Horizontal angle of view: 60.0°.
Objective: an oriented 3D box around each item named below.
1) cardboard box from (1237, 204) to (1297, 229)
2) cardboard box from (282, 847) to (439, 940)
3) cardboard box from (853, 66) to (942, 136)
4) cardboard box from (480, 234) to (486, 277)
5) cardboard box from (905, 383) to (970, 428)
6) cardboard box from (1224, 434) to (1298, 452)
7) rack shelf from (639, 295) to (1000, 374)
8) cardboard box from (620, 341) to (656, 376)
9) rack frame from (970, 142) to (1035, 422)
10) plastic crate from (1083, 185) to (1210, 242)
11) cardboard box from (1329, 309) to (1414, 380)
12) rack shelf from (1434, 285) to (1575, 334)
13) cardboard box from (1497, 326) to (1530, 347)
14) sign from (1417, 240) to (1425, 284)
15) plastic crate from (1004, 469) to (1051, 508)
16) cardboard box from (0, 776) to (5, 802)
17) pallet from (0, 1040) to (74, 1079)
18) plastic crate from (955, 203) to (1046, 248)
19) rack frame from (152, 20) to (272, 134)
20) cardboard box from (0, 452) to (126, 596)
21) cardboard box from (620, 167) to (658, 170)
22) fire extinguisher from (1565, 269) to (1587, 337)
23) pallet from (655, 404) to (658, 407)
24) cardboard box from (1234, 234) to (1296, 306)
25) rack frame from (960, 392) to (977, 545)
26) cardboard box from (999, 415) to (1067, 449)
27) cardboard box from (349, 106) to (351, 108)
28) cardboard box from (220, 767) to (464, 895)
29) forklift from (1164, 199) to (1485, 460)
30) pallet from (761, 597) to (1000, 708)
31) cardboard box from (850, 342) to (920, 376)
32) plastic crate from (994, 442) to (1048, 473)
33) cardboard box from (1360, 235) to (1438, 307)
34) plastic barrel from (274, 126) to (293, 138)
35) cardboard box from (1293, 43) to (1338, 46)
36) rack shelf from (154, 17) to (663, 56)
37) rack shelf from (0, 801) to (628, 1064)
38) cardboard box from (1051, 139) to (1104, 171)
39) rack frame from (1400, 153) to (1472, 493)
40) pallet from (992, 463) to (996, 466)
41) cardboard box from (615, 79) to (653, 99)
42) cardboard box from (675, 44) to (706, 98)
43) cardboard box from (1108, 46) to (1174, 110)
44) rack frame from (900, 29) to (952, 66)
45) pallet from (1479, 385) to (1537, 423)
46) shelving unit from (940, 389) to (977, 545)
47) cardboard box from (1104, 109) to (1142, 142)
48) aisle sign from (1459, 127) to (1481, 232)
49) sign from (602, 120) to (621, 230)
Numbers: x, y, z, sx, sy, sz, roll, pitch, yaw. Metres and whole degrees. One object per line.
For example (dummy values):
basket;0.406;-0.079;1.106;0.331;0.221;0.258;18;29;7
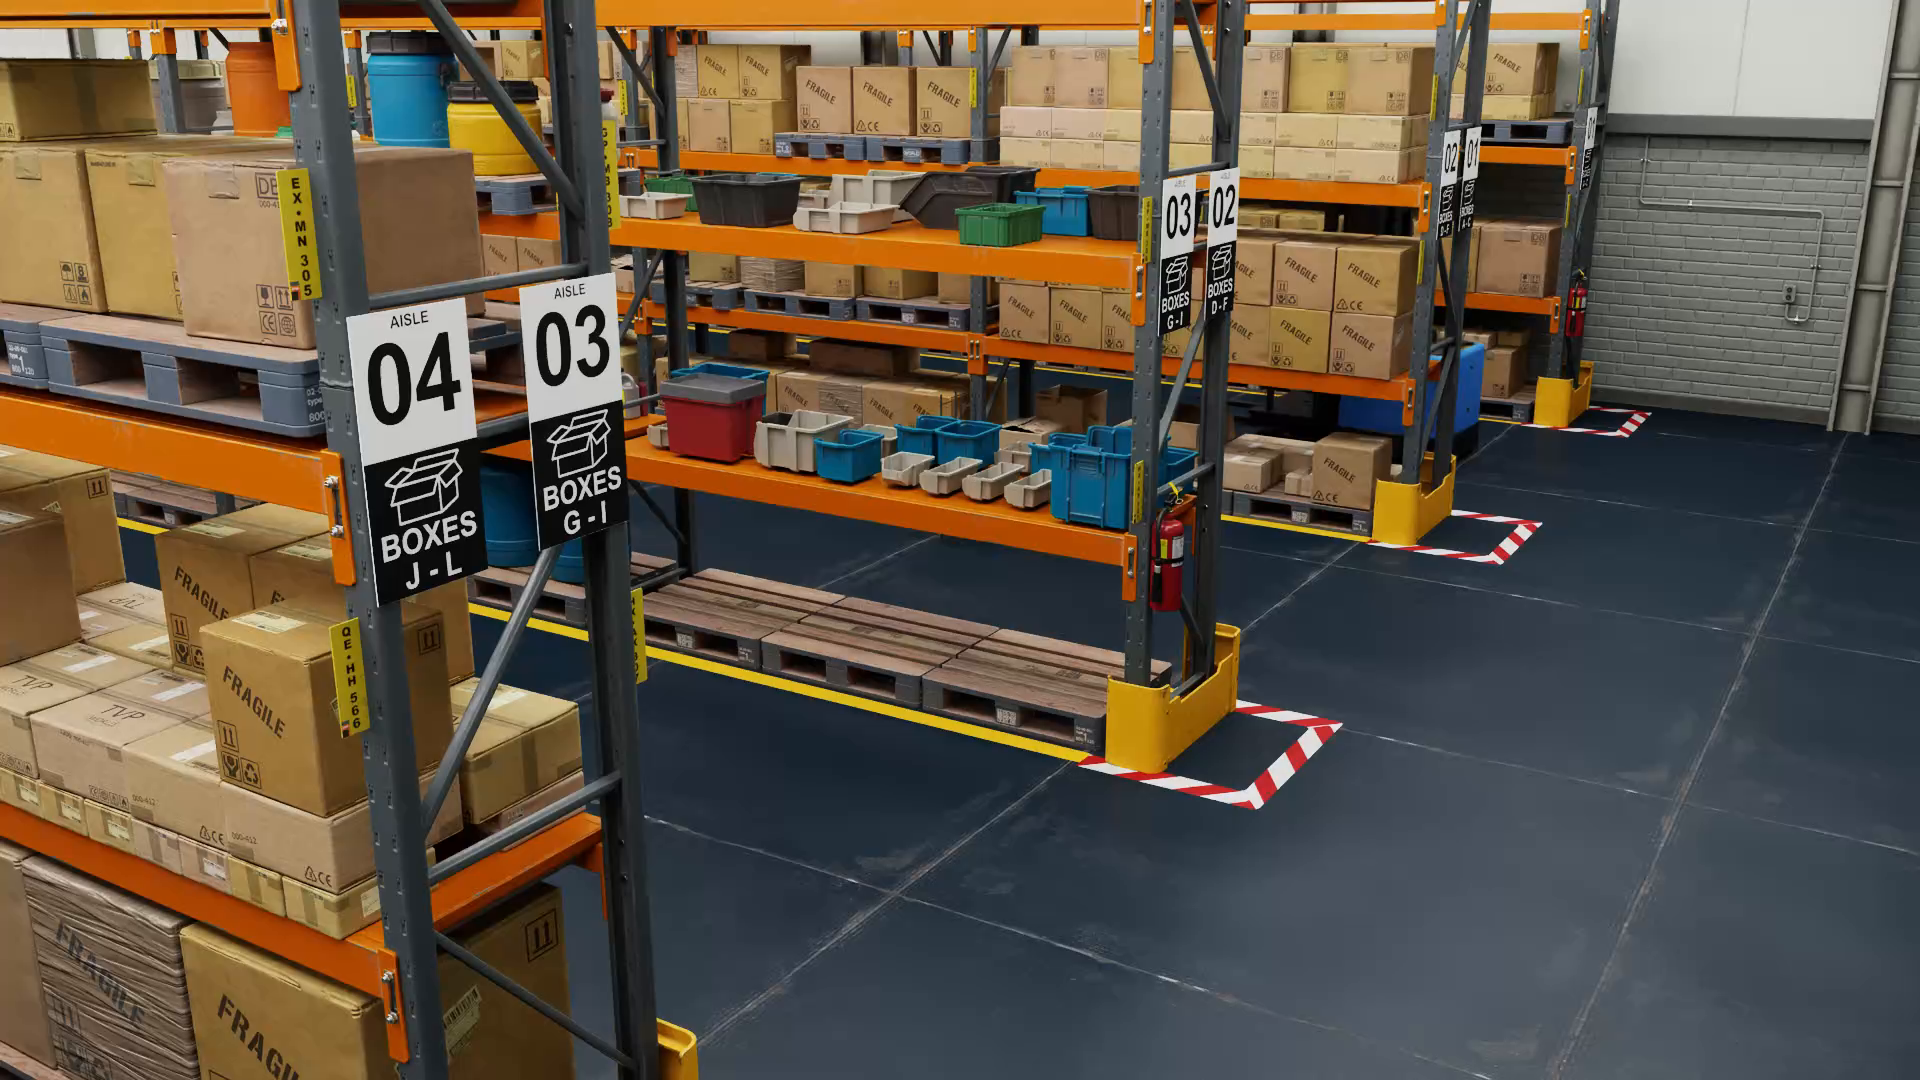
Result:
cardboard box;3.444;-3.431;18.999;0.700;0.700;0.980;10;20;31
cardboard box;-1.853;1.062;5.155;0.250;0.149;0.380;11;20;31
cardboard box;-0.571;-4.069;15.389;0.600;0.600;0.600;10;19;29
cardboard box;-5.321;-3.210;18.617;0.500;0.500;0.500;12;21;34
cardboard box;-0.169;-1.165;15.600;0.500;0.500;0.500;10;20;30
cardboard box;2.643;-0.738;14.624;0.500;0.250;0.500;10;20;30
rack shelf;-1.303;-2.107;16.393;4.000;0.370;1.077;10;20;30
cardboard box;-3.582;-1.927;17.608;0.500;0.311;0.500;11;20;31
rack frame;0.401;-2.147;15.287;0.127;3.000;1.000;10;20;30
plastic crate;1.032;-1.812;9.250;0.590;0.269;0.497;10;20;30
cardboard box;3.286;-1.587;13.272;0.500;0.500;0.500;11;20;32
rack shelf;4.695;-2.726;18.431;4.000;0.370;1.077;10;20;30
cardboard box;5.962;-2.193;17.902;0.250;0.149;0.380;10;20;30
sign;3.502;-2.109;12.627;0.005;0.325;0.100;10;20;30
plastic crate;0.425;-0.294;9.537;0.243;0.136;0.396;10;20;30
cardboard box;-3.379;0.791;6.050;0.250;0.149;0.380;9;19;28
pallet;-3.135;1.961;6.562;1.213;0.211;1.003;10;20;30
plastic crate;0.224;-1.725;9.103;0.336;0.188;0.450;10;20;30
rack frame;-5.603;-4.399;12.381;0.127;3.000;1.000;10;20;30
cardboard box;-3.830;-0.042;6.815;0.500;0.500;0.500;10;20;31
cardboard box;-4.556;-5.090;23.911;0.500;0.500;0.500;10;20;30
fire extinguisher;6.286;-2.413;16.938;0.183;0.674;0.296;10;20;30
pallet;-3.688;-1.556;18.139;1.213;0.211;1.003;10;20;30
cardboard box;2.412;-2.218;13.631;0.500;0.500;0.500;11;20;32
rack frame;0.066;-0.562;13.168;0.006;1.200;0.240;10;20;30
cardboard box;0.646;-0.953;15.227;0.500;0.311;0.500;10;20;30
cardboard box;-7.167;-5.248;19.526;0.500;0.311;0.500;9;19;27
cardboard box;-1.930;0.836;5.214;0.500;0.250;0.500;10;19;29
forklift;3.536;-2.398;16.234;3.031;2.935;1.130;11;20;33
pallet;-0.504;0.701;10.709;1.213;0.211;1.003;10;20;30
cardboard box;-0.735;-1.806;16.419;0.500;0.250;0.500;10;20;30
plastic crate;0.368;-0.506;10.237;0.298;0.136;0.250;10;20;30
cardboard box;3.570;-2.197;13.561;0.500;0.500;0.500;11;20;32
plastic barrel;-4.820;-2.873;12.061;0.294;0.245;0.294;0;17;0
cardboard box;3.893;-5.091;17.891;0.500;0.500;0.500;10;19;29
rack shelf;-3.898;-3.559;11.542;4.000;0.370;1.077;10;20;30
rack shelf;-3.082;0.955;6.315;4.000;0.370;1.077;10;20;30
cardboard box;1.110;-3.298;14.174;0.500;0.250;0.500;10;20;30
rack frame;3.810;-1.538;13.284;0.127;3.000;1.000;10;20;30
pallet;0.986;-0.707;15.348;1.213;0.211;1.003;10;20;30
cardboard box;-4.388;-6.099;22.933;0.500;0.500;0.500;11;20;32
cardboard box;-2.639;-4.649;16.470;0.500;0.500;0.500;10;20;30
cardboard box;1.617;-3.858;13.867;0.500;0.500;0.700;10;20;30
rack frame;-0.418;-6.853;20.459;0.127;3.000;1.000;10;20;30
pallet;5.677;-1.533;18.067;1.213;0.211;1.003;10;20;30
shelving unit;-0.012;-0.576;13.214;0.189;1.200;0.258;10;20;30
cardboard box;1.533;-3.459;13.845;0.500;0.250;0.500;10;20;30
aisle sign;4.022;-2.844;13.111;0.004;0.787;0.394;10;20;30
sign;-1.082;-1.113;5.084;0.005;0.325;0.100;10;20;30
